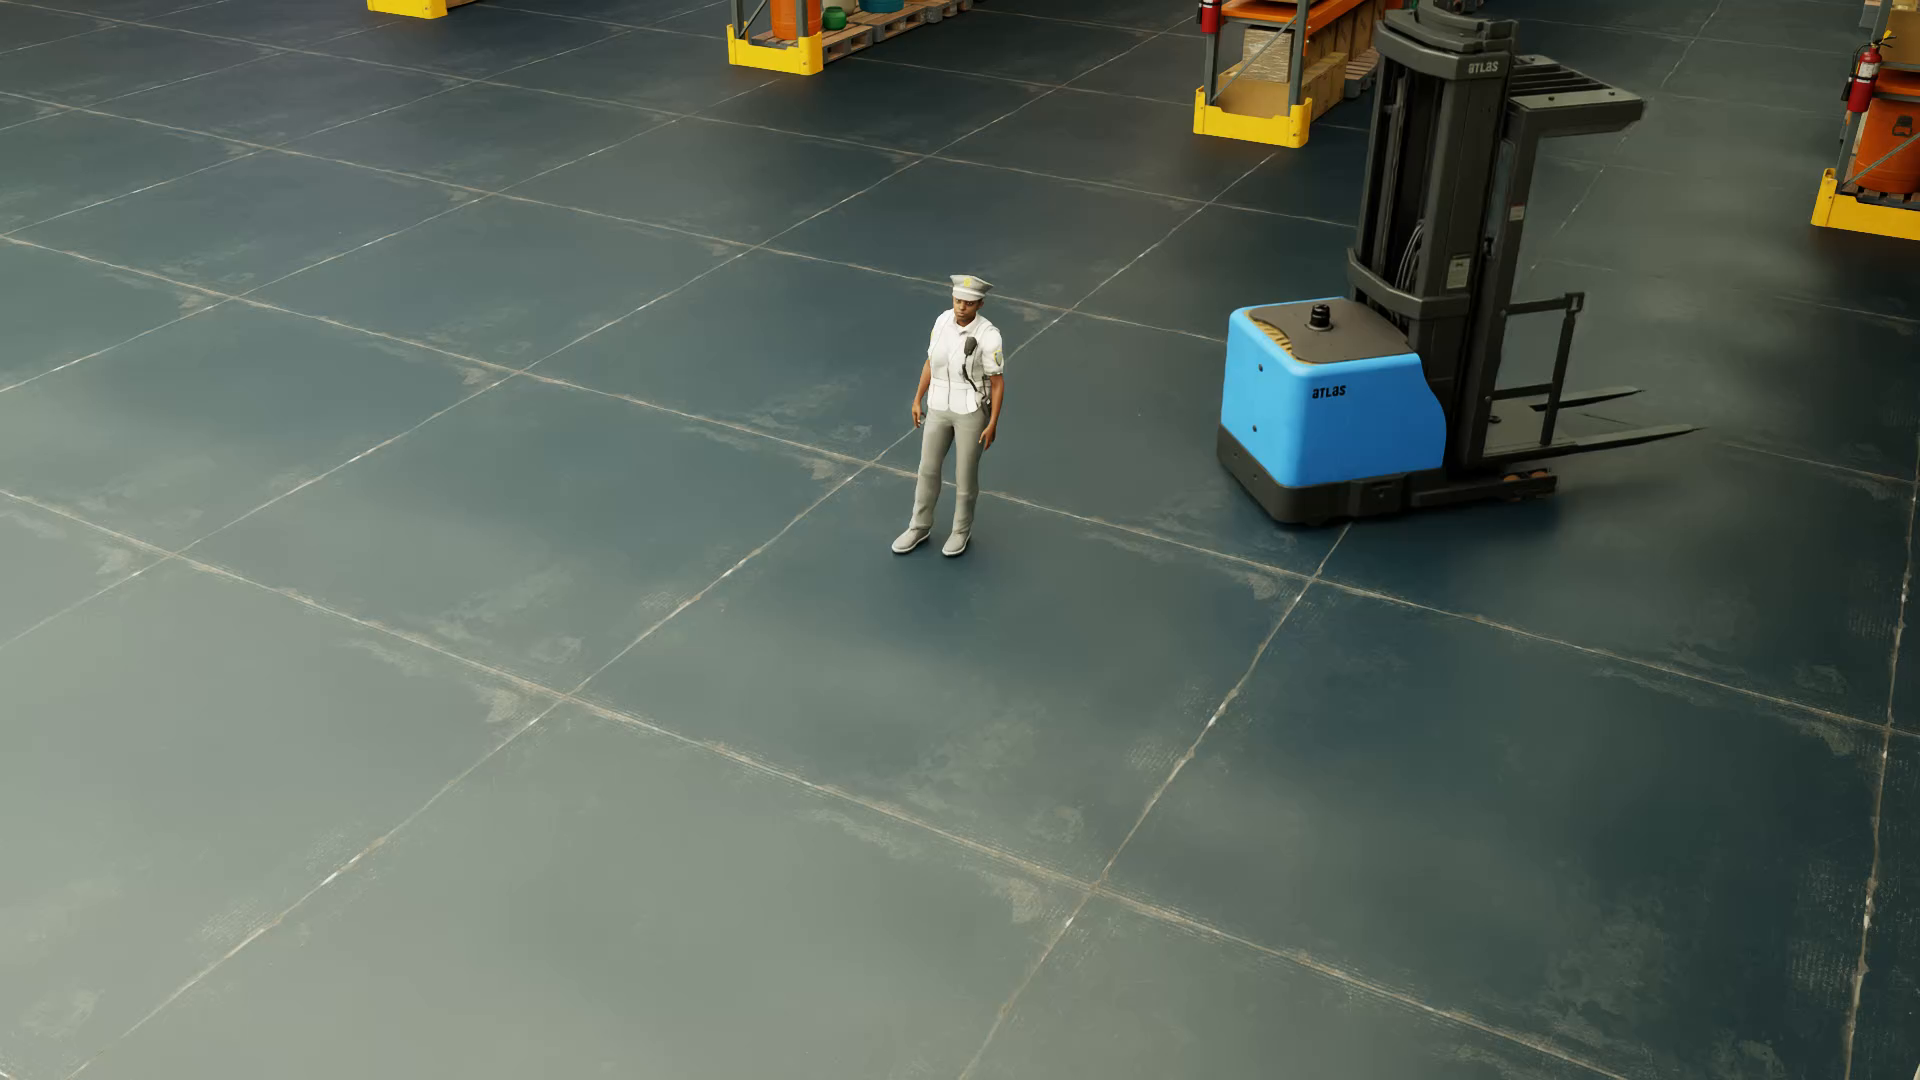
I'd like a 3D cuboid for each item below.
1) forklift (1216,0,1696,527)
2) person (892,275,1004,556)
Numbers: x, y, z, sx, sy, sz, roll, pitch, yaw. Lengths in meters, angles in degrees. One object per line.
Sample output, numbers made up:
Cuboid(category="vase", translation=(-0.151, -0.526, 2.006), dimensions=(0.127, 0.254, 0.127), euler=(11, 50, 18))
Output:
Cuboid(category="forklift", translation=(3.240, -1.753, 10.109), dimensions=(3.031, 2.935, 1.130), euler=(-8, 31, -14))
Cuboid(category="person", translation=(-0.054, -0.712, 9.527), dimensions=(0.569, 1.694, 0.530), euler=(15, 33, 25))
